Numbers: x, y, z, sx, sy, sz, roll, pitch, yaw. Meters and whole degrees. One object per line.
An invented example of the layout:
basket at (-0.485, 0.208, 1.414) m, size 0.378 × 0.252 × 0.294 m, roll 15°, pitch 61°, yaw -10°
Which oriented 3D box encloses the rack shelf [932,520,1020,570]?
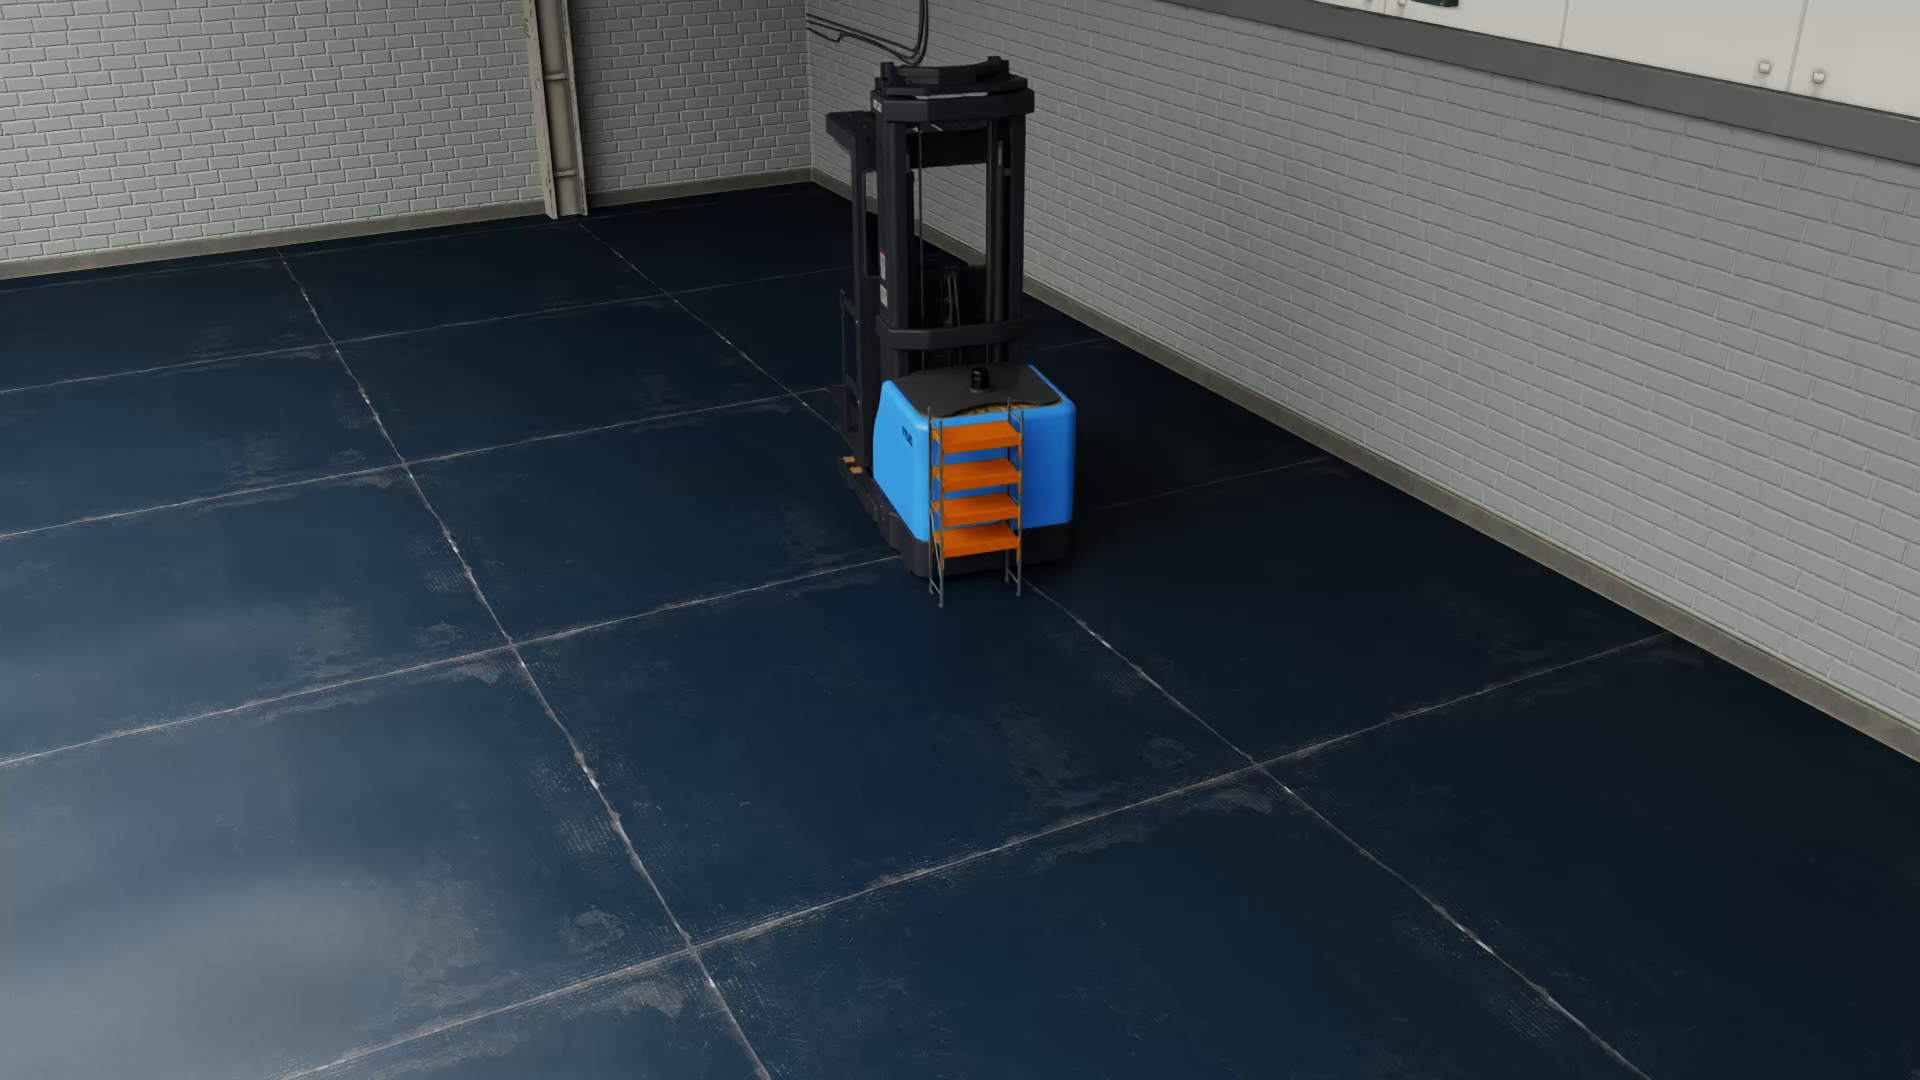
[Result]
rack shelf at (0.090, 0.027, 9.922) m, size 0.480 × 0.148 × 0.258 m, roll -8°, pitch 27°, yaw -16°

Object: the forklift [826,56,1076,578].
forklift at (-0.219, -1.706, 10.917) m, size 1.130 × 2.935 × 3.031 m, roll -8°, pitch 27°, yaw -16°

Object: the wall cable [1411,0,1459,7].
wall cable at (3.376, -5.624, 8.137) m, size 0.169 × 6.003 × 2.305 m, roll -13°, pitch 29°, yaw -25°

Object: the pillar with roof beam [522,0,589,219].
pillar with roof beam at (-2.273, -5.980, 12.809) m, size 0.400 × 9.000 × 9.100 m, roll -13°, pitch 29°, yaw -25°

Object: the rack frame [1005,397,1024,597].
rack frame at (0.323, -0.245, 9.874) m, size 0.015 × 1.200 × 0.240 m, roll -8°, pitch 27°, yaw -16°

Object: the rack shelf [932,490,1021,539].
rack shelf at (0.090, -0.152, 9.835) m, size 0.480 × 0.148 × 0.258 m, roll -8°, pitch 27°, yaw -16°

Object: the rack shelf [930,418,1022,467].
rack shelf at (0.090, -0.567, 9.636) m, size 0.480 × 0.148 × 0.258 m, roll -8°, pitch 27°, yaw -16°

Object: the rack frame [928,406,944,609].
rack frame at (-0.142, -0.180, 9.739) m, size 0.015 × 1.200 × 0.240 m, roll -8°, pitch 27°, yaw -16°

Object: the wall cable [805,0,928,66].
wall cable at (-1.077, -6.320, 17.104) m, size 0.112 × 2.526 × 3.097 m, roll -13°, pitch 29°, yaw -25°

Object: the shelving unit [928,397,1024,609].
shelving unit at (0.090, -0.213, 9.806) m, size 0.503 × 1.200 × 0.258 m, roll -8°, pitch 27°, yaw -16°

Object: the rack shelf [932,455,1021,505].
rack shelf at (0.090, -0.354, 9.739) m, size 0.480 × 0.148 × 0.258 m, roll -8°, pitch 27°, yaw -16°
